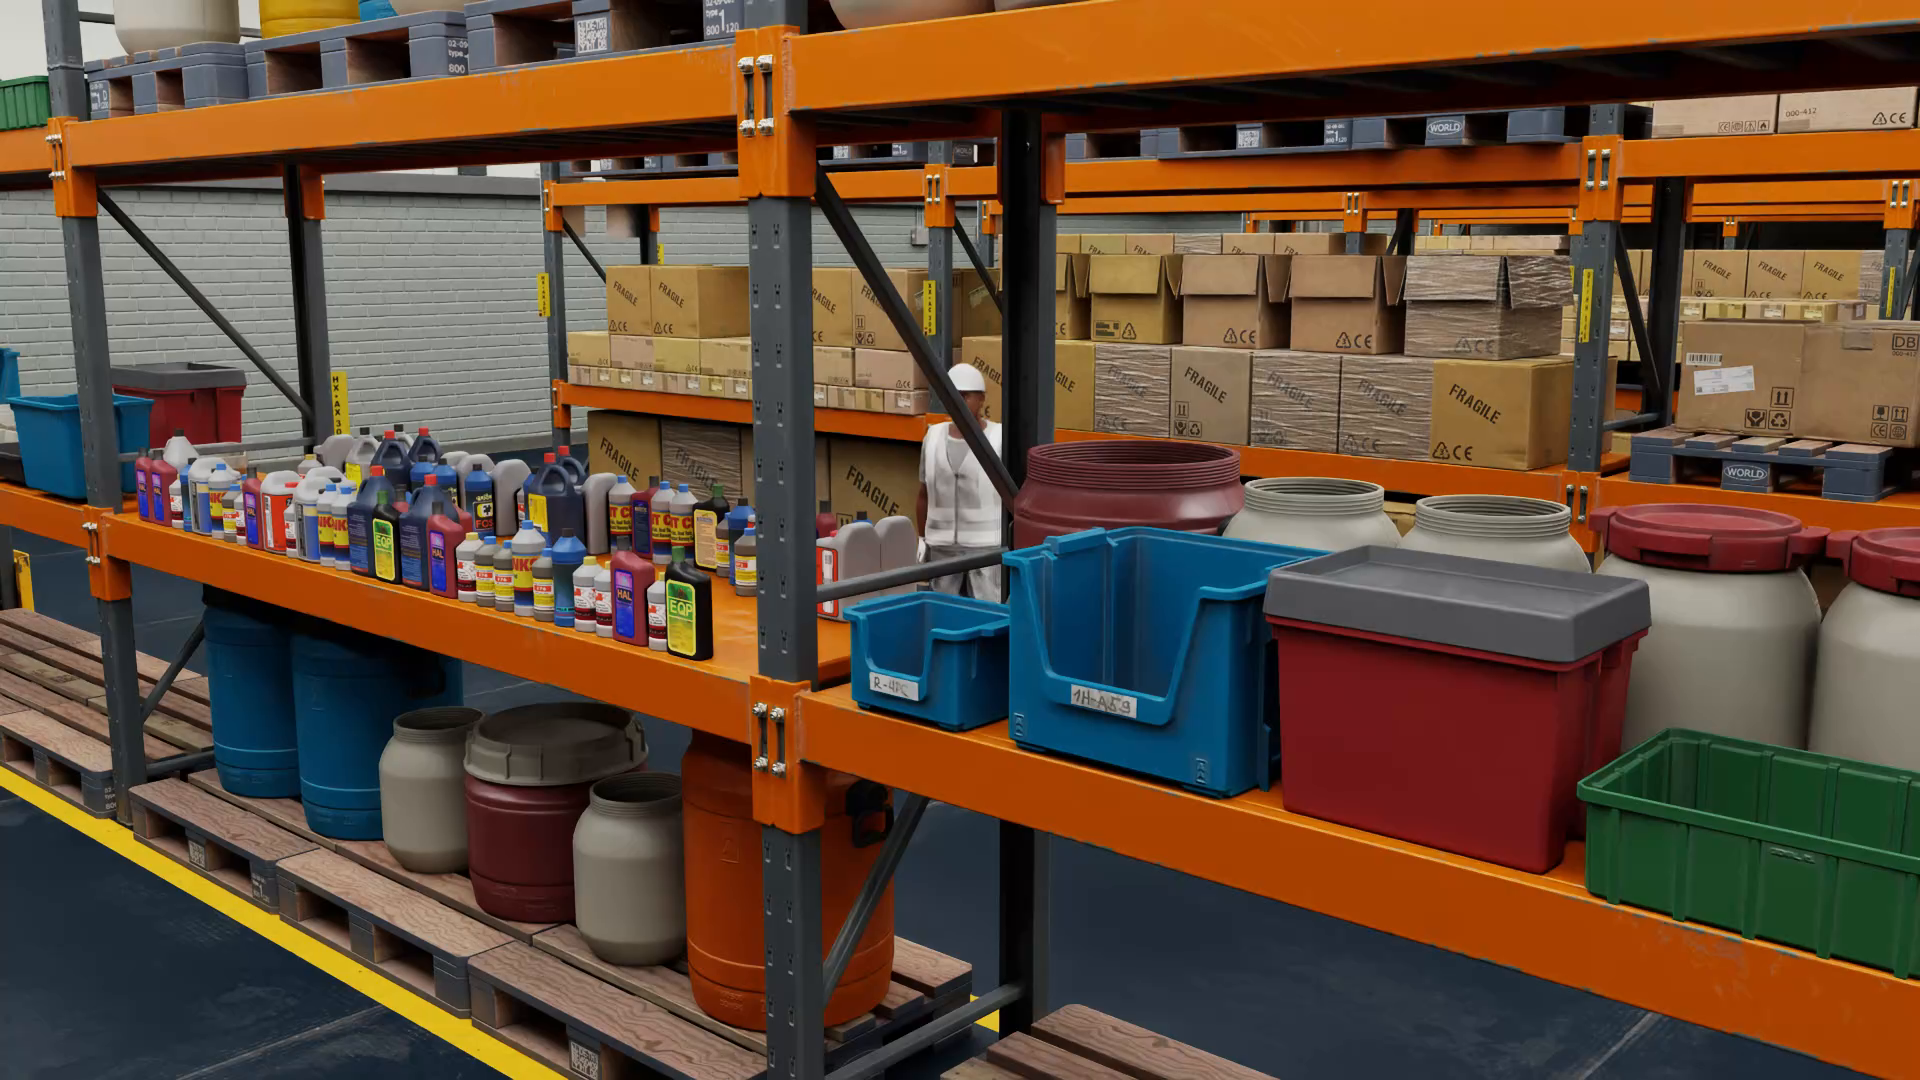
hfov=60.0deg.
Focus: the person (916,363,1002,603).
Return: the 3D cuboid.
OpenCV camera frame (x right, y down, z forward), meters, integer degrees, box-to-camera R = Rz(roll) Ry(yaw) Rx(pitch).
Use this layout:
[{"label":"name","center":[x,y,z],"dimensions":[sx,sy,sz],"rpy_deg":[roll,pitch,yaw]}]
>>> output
[{"label":"person","center":[0.001,0.059,7.969],"dimensions":[0.583,1.789,0.571],"rpy_deg":[4,11,21]}]
